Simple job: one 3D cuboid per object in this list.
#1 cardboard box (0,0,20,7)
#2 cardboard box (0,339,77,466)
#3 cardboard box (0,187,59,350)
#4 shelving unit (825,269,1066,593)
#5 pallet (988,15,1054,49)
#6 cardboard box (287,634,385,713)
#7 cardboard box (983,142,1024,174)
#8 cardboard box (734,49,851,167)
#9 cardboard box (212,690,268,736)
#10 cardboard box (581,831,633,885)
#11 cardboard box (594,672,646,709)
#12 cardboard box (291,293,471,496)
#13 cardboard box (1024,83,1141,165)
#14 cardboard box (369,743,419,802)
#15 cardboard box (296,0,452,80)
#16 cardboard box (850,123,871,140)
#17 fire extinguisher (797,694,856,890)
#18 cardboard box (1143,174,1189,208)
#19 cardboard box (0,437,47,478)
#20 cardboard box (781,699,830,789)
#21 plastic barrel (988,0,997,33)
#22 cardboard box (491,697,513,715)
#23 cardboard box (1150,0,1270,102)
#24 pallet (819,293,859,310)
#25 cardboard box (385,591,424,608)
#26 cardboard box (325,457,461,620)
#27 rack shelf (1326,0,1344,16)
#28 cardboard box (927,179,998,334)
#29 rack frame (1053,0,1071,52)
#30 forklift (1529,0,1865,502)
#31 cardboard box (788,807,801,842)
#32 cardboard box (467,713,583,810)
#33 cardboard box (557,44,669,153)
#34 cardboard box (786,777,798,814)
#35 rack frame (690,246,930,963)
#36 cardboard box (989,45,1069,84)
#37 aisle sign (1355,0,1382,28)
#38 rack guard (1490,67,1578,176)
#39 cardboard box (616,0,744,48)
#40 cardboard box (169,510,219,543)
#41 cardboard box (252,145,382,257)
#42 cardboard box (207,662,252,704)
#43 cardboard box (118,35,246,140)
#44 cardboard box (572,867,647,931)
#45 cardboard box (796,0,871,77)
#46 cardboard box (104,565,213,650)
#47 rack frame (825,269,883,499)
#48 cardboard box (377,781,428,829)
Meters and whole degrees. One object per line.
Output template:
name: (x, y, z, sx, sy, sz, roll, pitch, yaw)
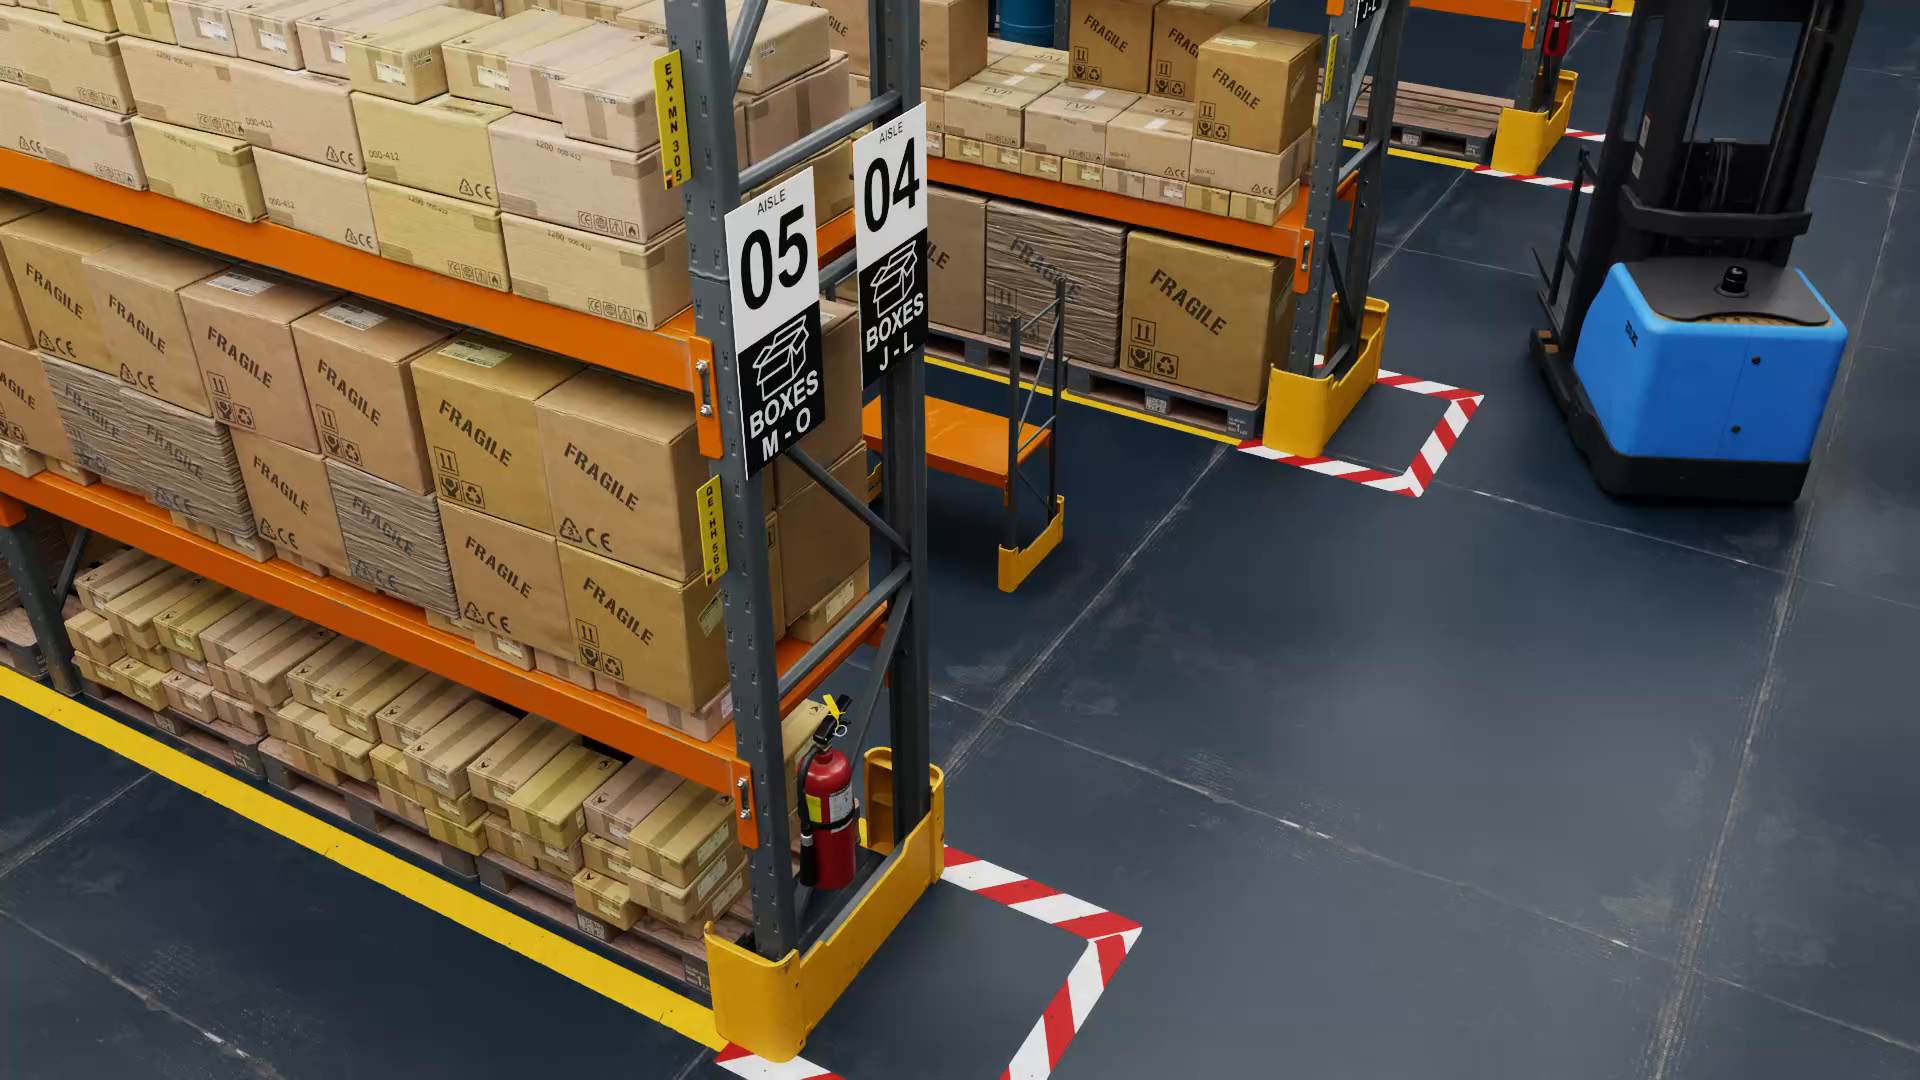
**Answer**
cardboard box: (-3.085, -1.911, 5.532, 0.250, 0.149, 0.380, 16, 37, 23)
cardboard box: (-3.581, -0.681, 6.708, 0.500, 0.500, 0.500, 17, 37, 24)
cardboard box: (-3.615, -1.114, 6.455, 0.500, 0.500, 0.500, 19, 38, 26)
shelving unit: (-0.066, -0.645, 8.366, 1.083, 1.500, 0.587, 18, 37, 24)
pallet: (0.471, -4.588, 15.449, 1.213, 0.211, 1.003, 18, 37, 24)
cardboard box: (-2.541, 0.541, 6.888, 0.250, 0.149, 0.380, 16, 37, 22)
cardboard box: (0.336, -2.288, 9.706, 0.250, 0.149, 0.380, 18, 38, 25)
cardboard box: (-0.674, -1.316, 4.998, 0.500, 0.250, 0.500, 18, 38, 25)
cardboard box: (-3.012, 0.655, 7.253, 0.250, 0.149, 0.380, 17, 37, 23)
cardboard box: (-1.213, 1.109, 6.303, 0.250, 0.149, 0.380, 17, 37, 23)
cardboard box: (-1.034, 0.391, 5.683, 0.250, 0.149, 0.380, 18, 37, 24)
cardboard box: (-1.830, -0.539, 5.593, 0.500, 0.500, 0.500, 20, 38, 27)
cardboard box: (0.701, -2.379, 9.483, 0.500, 0.250, 0.500, 16, 37, 23)
cardboard box: (-2.135, 0.849, 6.693, 0.250, 0.149, 0.380, 20, 38, 27)
cardboard box: (-1.710, -1.488, 4.896, 0.250, 0.149, 0.380, 17, 37, 23)
cardboard box: (-0.559, -2.571, 10.131, 0.250, 0.149, 0.380, 17, 37, 23)
fire extinguisher: (-0.424, 0.805, 5.240, 0.183, 0.674, 0.296, 18, 37, 24)
cardboard box: (1.218, -2.008, 9.286, 0.250, 0.149, 0.380, 18, 38, 25)
cardboard box: (-3.803, -0.433, 6.921, 0.250, 0.149, 0.380, 19, 38, 26)
cardboard box: (-0.700, 0.783, 6.524, 0.250, 0.149, 0.380, 16, 37, 22)
plastic barrel: (0.041, -5.170, 15.322, 0.708, 0.901, 0.600, 18, 37, 24)
cardboard box: (-1.910, 0.615, 7.045, 0.250, 0.149, 0.380, 20, 38, 27)
cardboard box: (1.418, -2.805, 9.447, 0.500, 0.500, 0.500, 17, 37, 23)
pallet: (-0.716, -1.725, 11.150, 1.213, 0.211, 1.003, 18, 37, 24)
cardboard box: (-1.911, 0.081, 6.149, 0.250, 0.149, 0.380, 16, 37, 22)
cardboard box: (-1.821, -0.117, 5.861, 0.500, 0.500, 0.500, 18, 38, 25)
rack shelf: (0.399, -3.531, 9.290, 4.000, 0.370, 1.077, 18, 37, 24)
cardboard box: (-0.023, -1.955, 10.518, 0.875, 0.875, 0.875, 18, 37, 24)
rack frame: (1.120, -5.516, 14.327, 0.127, 3.000, 1.000, 18, 37, 24)
forklift: (4.138, -2.219, 9.438, 1.130, 2.935, 3.031, 3, 34, 4)
cardboard box: (-0.709, 1.040, 6.675, 0.250, 0.149, 0.380, 18, 38, 25)
cardboard box: (-1.670, 0.859, 6.411, 0.250, 0.149, 0.380, 16, 37, 23)
cardboard box: (-0.848, -1.183, 4.439, 0.250, 0.149, 0.380, 17, 37, 24)
cardboard box: (-0.741, 0.947, 6.546, 0.250, 0.149, 0.380, 19, 38, 26)
rack frame: (-0.413, 0.327, 5.553, 0.127, 3.000, 1.000, 18, 37, 24)
cardboard box: (0.508, -2.776, 10.080, 0.500, 0.250, 0.500, 17, 37, 23)
aisle sign: (2.049, -2.950, 8.129, 0.004, 0.787, 0.394, 18, 37, 24)
rack guard: (4.620, -3.375, 13.367, 0.348, 0.500, 1.175, 18, 37, 24)
cardboard box: (-0.794, -1.511, 4.931, 0.250, 0.149, 0.380, 19, 38, 26)
cardboard box: (-2.864, -0.172, 6.528, 0.250, 0.149, 0.380, 18, 38, 25)
cardboard box: (-1.810, -1.137, 5.180, 0.500, 0.250, 0.500, 19, 38, 26)
cardboard box: (-3.004, 0.520, 7.188, 0.250, 0.149, 0.380, 16, 37, 22)
cardboard box: (-2.260, -1.498, 5.272, 0.500, 0.250, 0.500, 16, 37, 22)
cardboard box: (-1.247, 1.272, 6.327, 0.250, 0.149, 0.380, 19, 38, 26)
cardboard box: (-0.625, -3.112, 9.907, 0.500, 0.500, 0.500, 18, 37, 24)
cardboard box: (-3.480, 0.290, 7.265, 0.250, 0.149, 0.380, 20, 38, 27)
rack frame: (-0.515, -0.788, 8.579, 0.032, 1.500, 0.500, 18, 37, 24)
cardboard box: (-2.135, 0.972, 6.778, 0.250, 0.149, 0.380, 18, 38, 25)
